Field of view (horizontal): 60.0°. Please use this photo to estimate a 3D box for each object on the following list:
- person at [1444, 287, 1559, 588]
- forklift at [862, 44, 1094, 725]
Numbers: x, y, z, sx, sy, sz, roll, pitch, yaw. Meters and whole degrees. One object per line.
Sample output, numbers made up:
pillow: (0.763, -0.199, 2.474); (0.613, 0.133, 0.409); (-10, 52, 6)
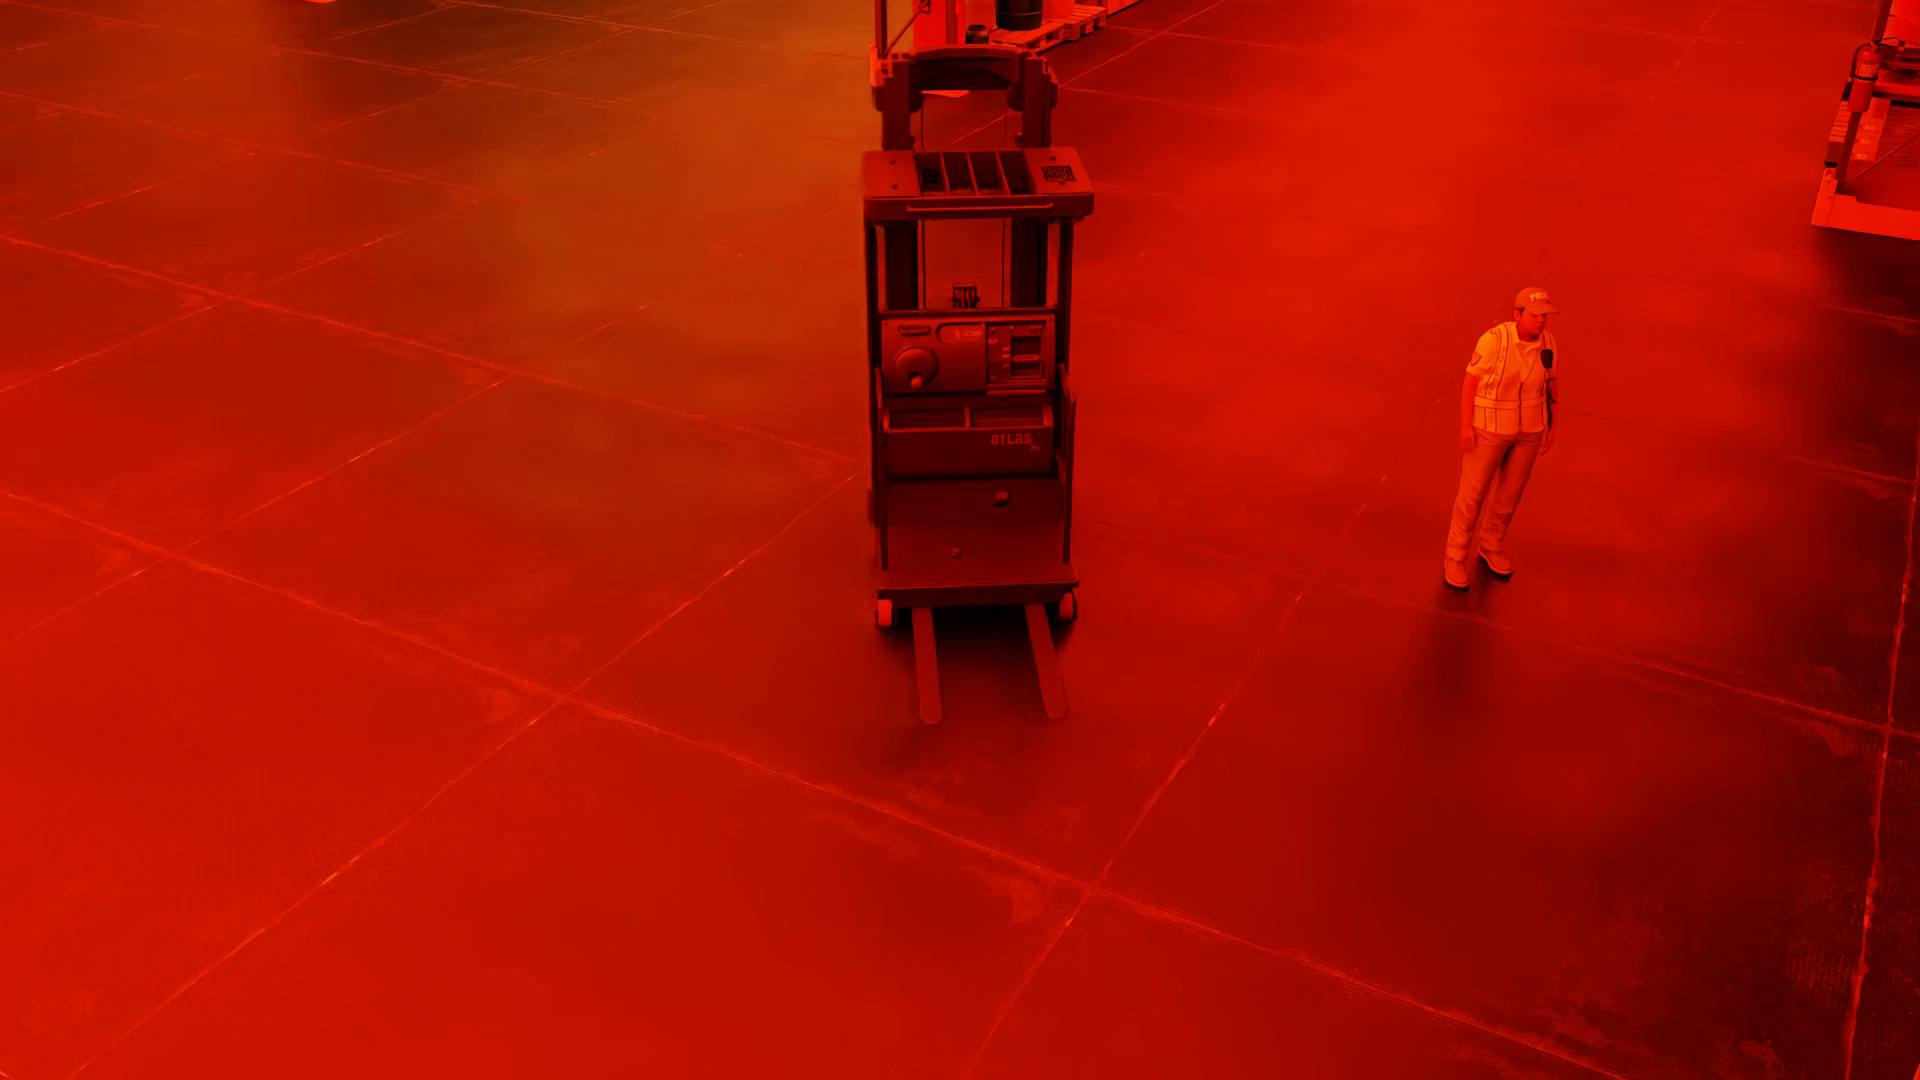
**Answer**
person: (3.078, -0.583, 9.331); (0.595, 1.669, 0.531); (-3, 30, -5)
forklift: (0.064, -0.955, 8.725); (1.130, 2.935, 3.031); (-2, 30, -3)
